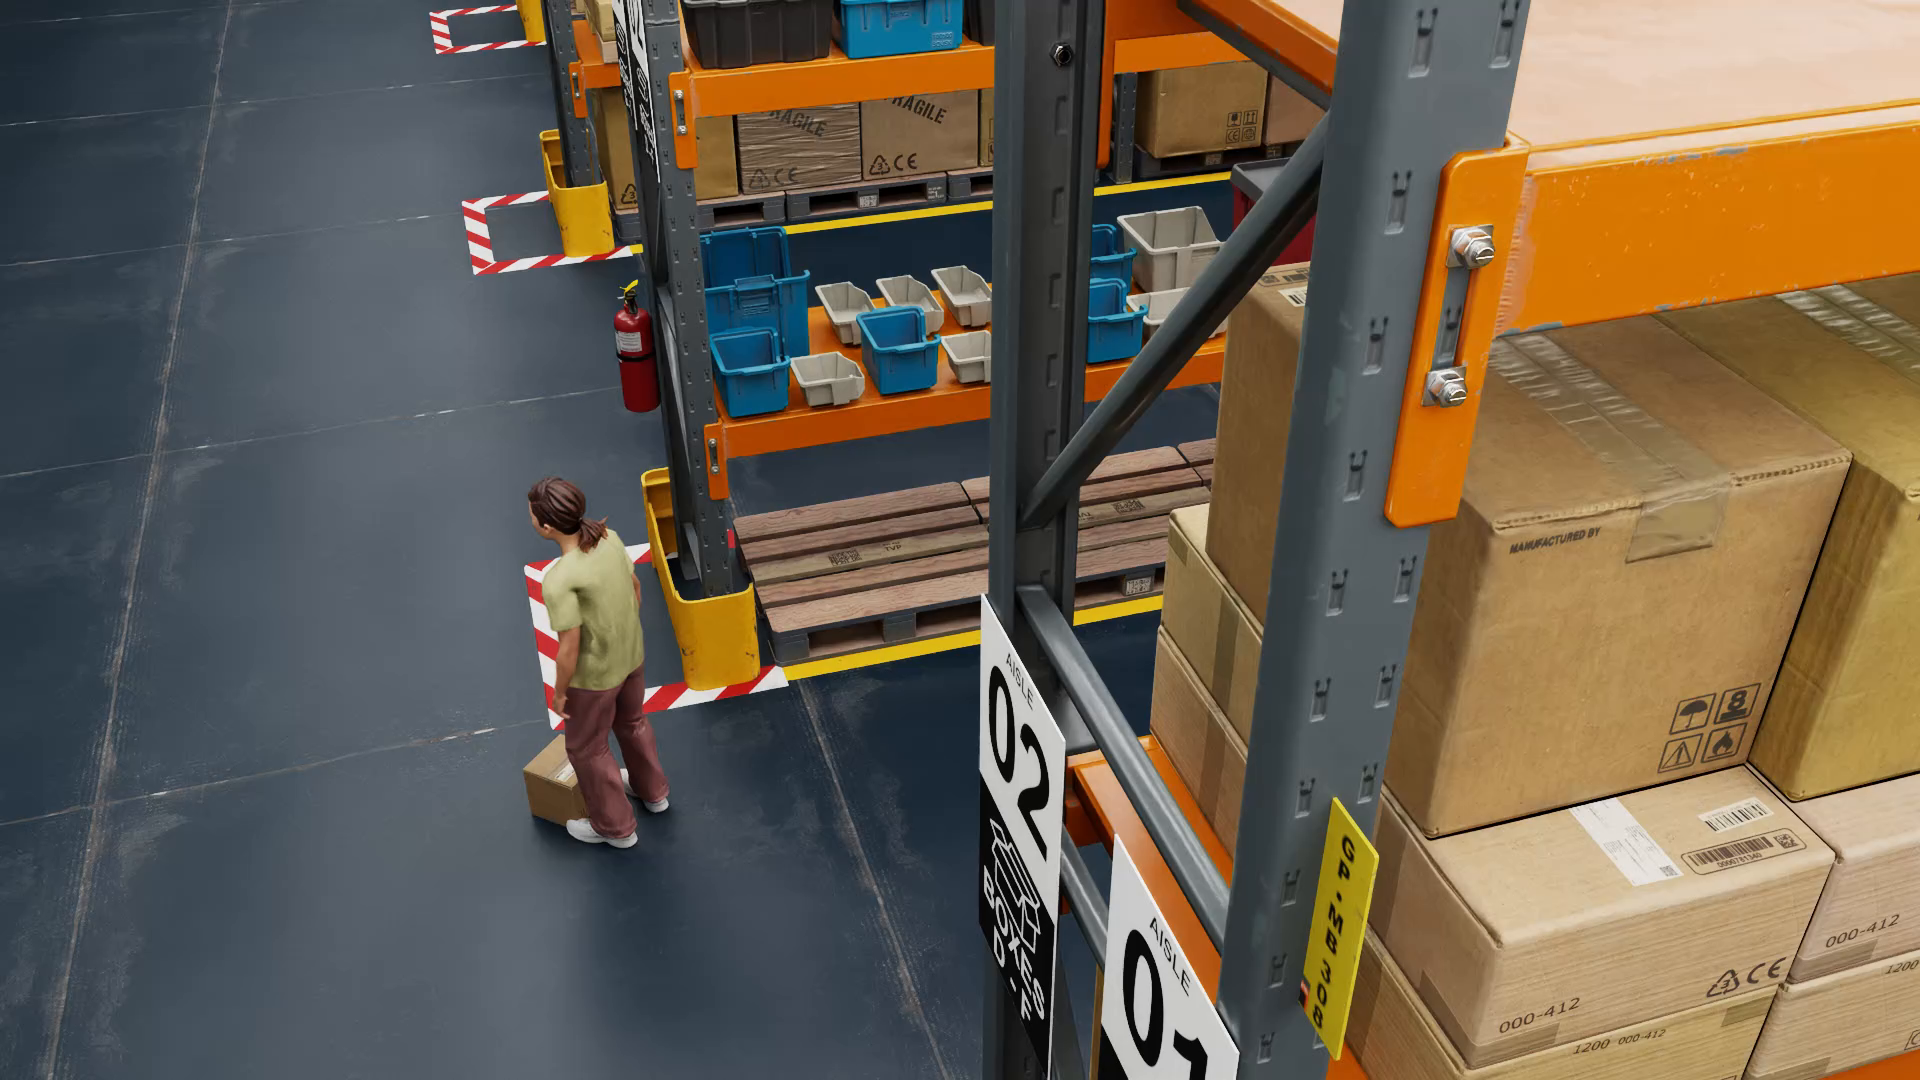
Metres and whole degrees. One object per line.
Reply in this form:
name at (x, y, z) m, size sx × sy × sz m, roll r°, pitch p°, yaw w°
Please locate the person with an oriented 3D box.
person at (-1.406, 0.483, 6.429) m, size 0.354 × 1.673 × 0.517 m, roll 15°, pitch 37°, yaw 21°
